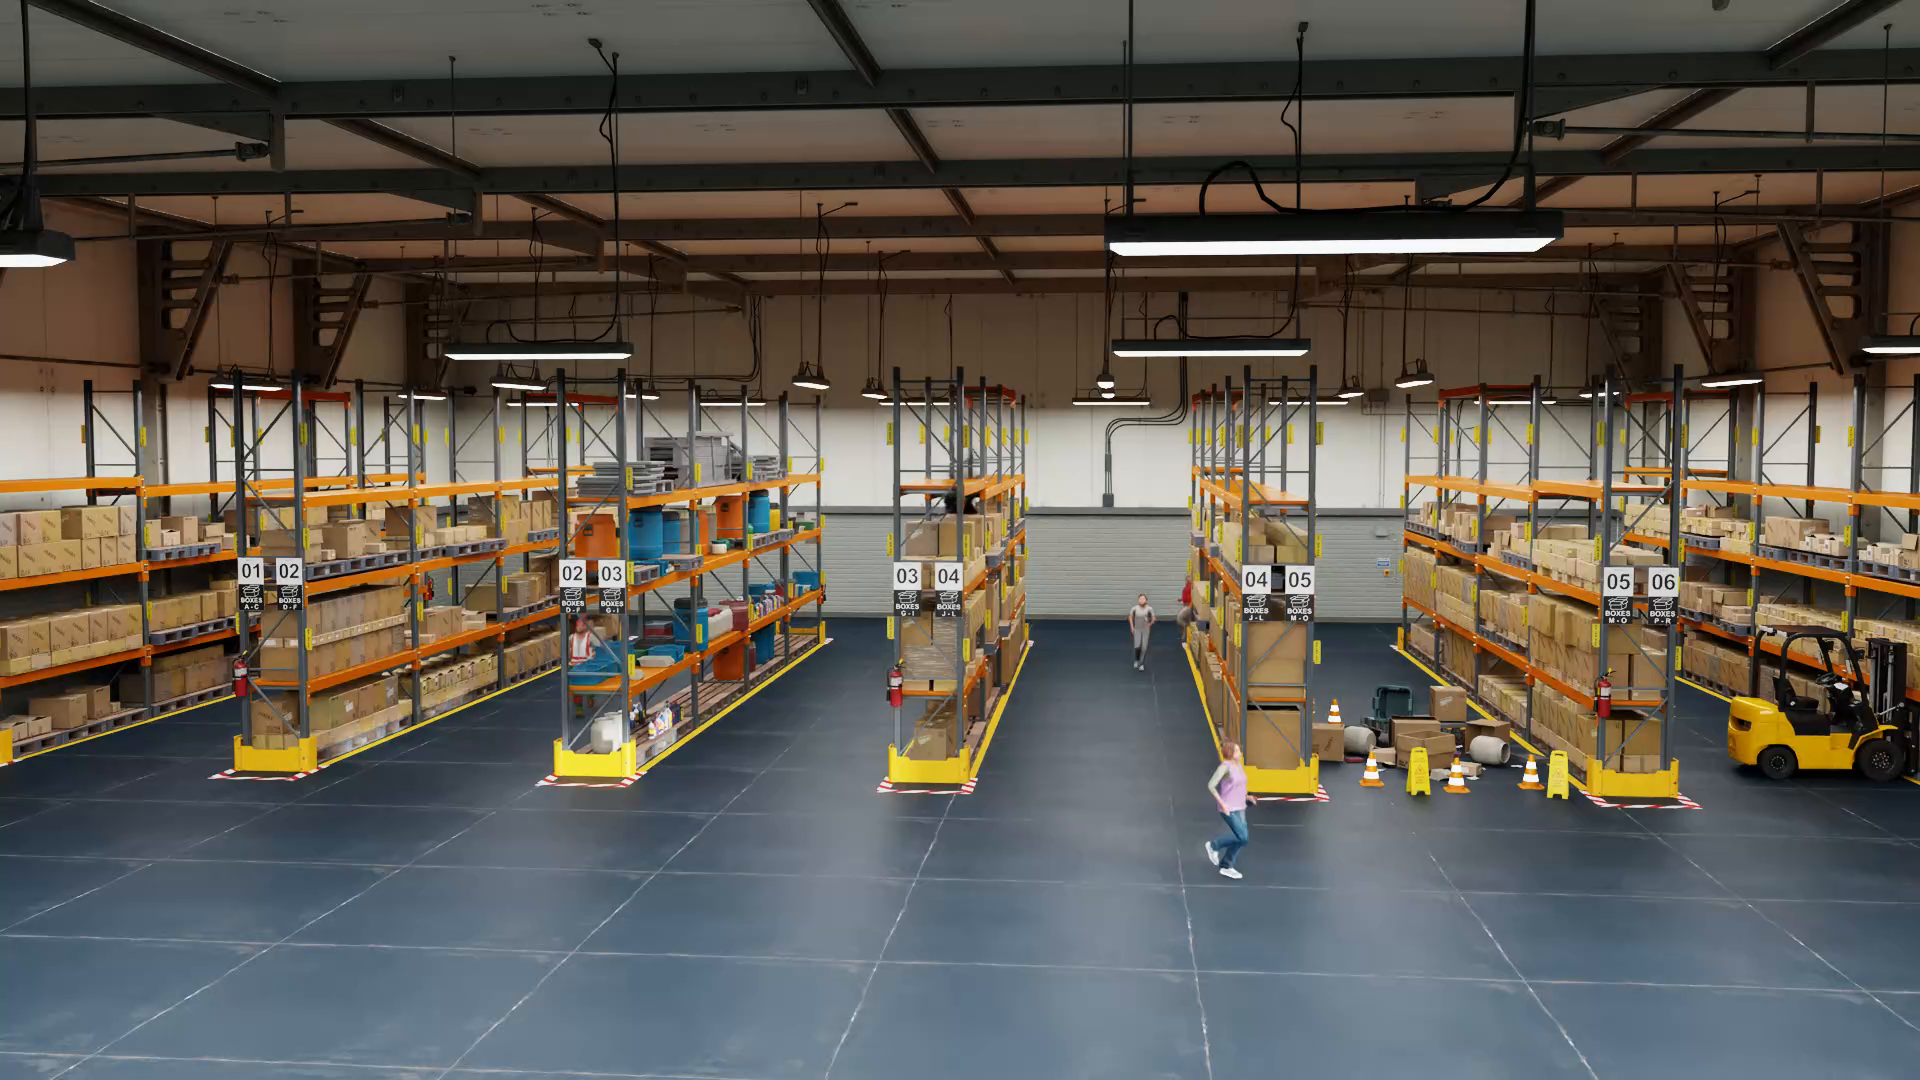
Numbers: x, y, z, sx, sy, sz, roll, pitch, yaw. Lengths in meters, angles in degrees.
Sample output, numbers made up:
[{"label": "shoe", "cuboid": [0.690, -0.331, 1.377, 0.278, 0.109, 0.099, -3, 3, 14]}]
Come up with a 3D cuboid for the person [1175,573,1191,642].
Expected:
[{"label": "person", "cuboid": [5.592, 1.659, 40.517, 0.677, 1.741, 0.728, 0, 4, -7]}]

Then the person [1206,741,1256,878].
[{"label": "person", "cuboid": [3.084, 3.059, 18.882, 0.543, 1.557, 0.540, 3, 5, 40]}]

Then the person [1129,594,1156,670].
[{"label": "person", "cuboid": [3.900, 1.970, 35.558, 0.573, 1.638, 0.569, 0, 4, 5]}]

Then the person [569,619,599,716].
[{"label": "person", "cuboid": [-6.810, 2.274, 29.912, 0.659, 1.743, 0.709, 0, 4, 0]}]
